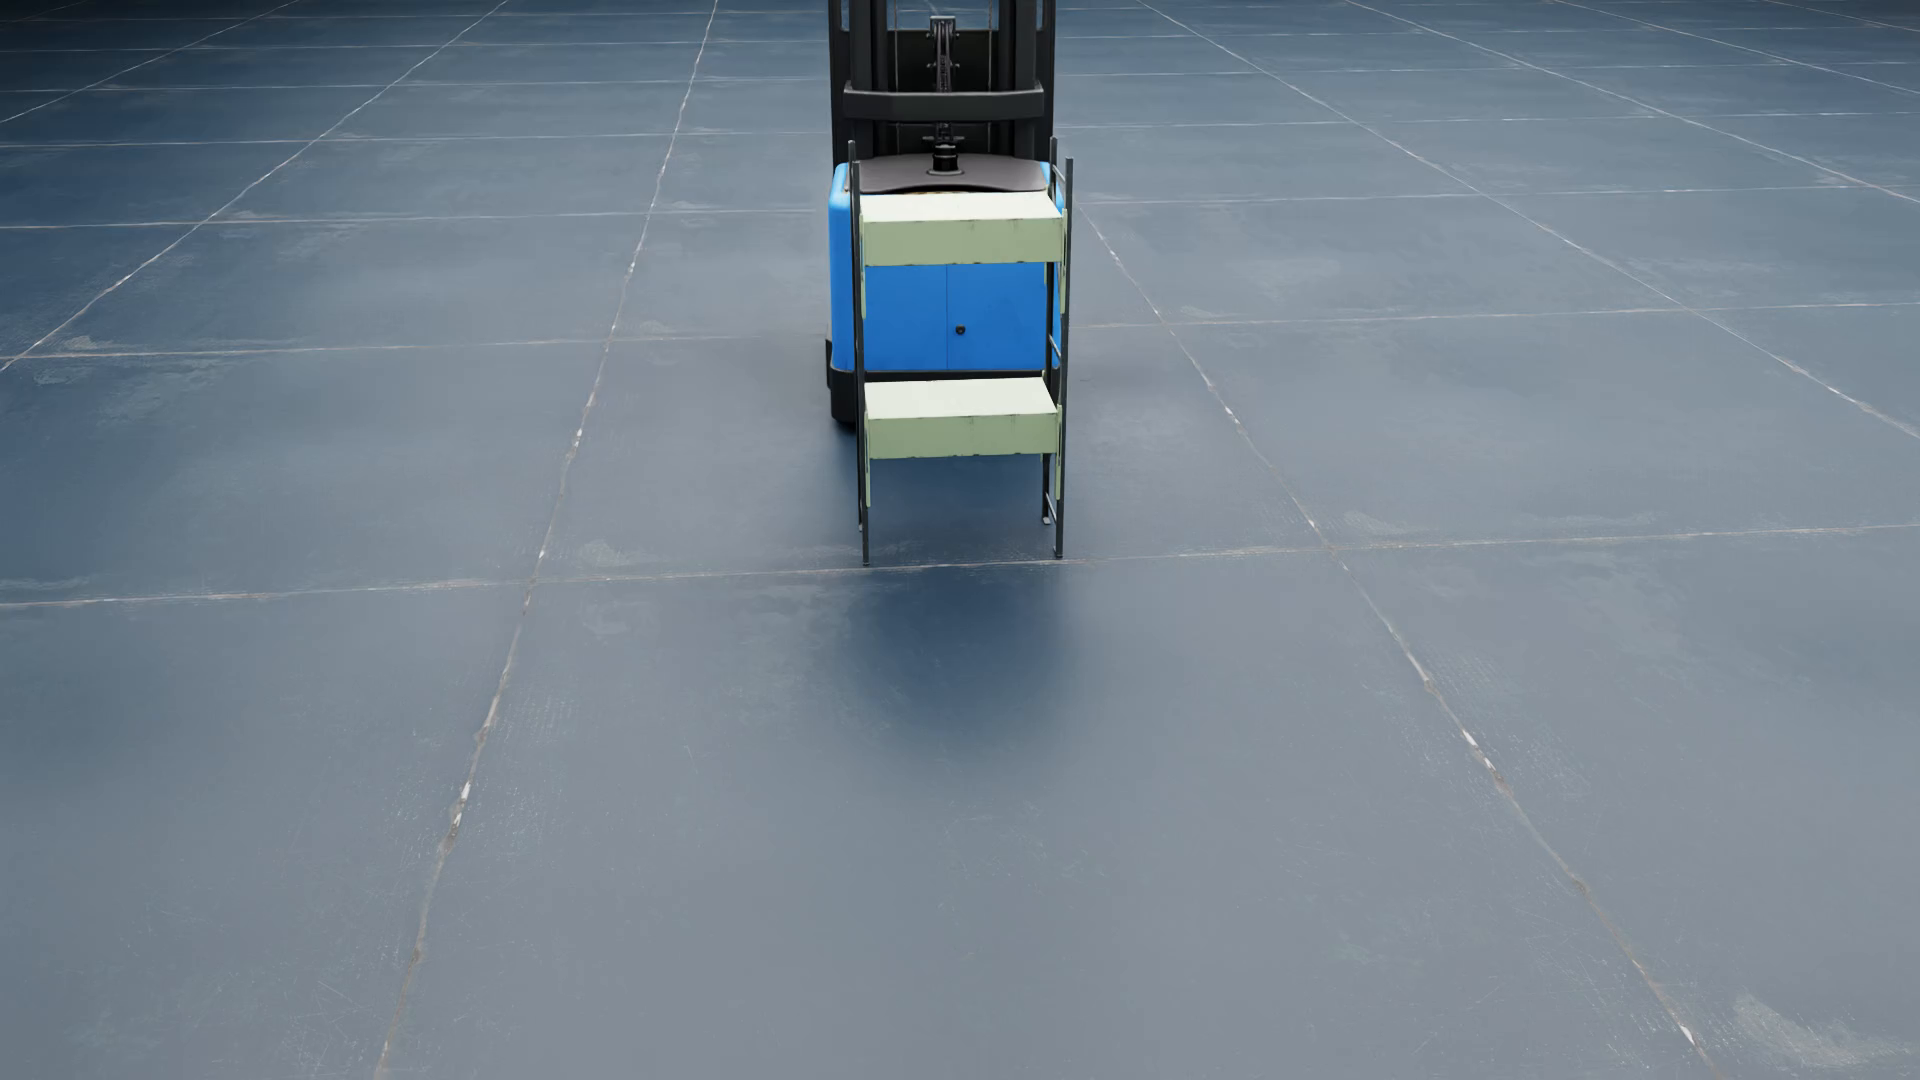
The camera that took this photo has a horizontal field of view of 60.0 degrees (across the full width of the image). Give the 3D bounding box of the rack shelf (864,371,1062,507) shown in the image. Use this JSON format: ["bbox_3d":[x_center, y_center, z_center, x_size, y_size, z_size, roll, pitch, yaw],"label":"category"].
[{"bbox_3d":[-0.007,-0.387,6.270,0.720,0.370,0.431,-2,24,-5],"label":"rack shelf"}]

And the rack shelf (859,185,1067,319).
[{"bbox_3d":[-0.007,-1.042,5.979,0.720,0.370,0.431,-2,24,-5],"label":"rack shelf"}]

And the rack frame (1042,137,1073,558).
[{"bbox_3d":[0.358,-0.700,6.170,0.023,1.500,0.400,-2,24,-5],"label":"rack frame"}]

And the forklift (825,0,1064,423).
[{"bbox_3d":[-0.093,-2.417,8.273,1.130,2.935,3.031,-1,24,-1],"label":"forklift"}]

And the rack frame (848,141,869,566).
[{"bbox_3d":[-0.371,-0.670,6.105,0.023,1.500,0.400,-2,24,-5],"label":"rack frame"}]

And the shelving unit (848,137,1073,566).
[{"bbox_3d":[-0.007,-0.685,6.138,0.755,1.500,0.431,-2,24,-5],"label":"shelving unit"}]
